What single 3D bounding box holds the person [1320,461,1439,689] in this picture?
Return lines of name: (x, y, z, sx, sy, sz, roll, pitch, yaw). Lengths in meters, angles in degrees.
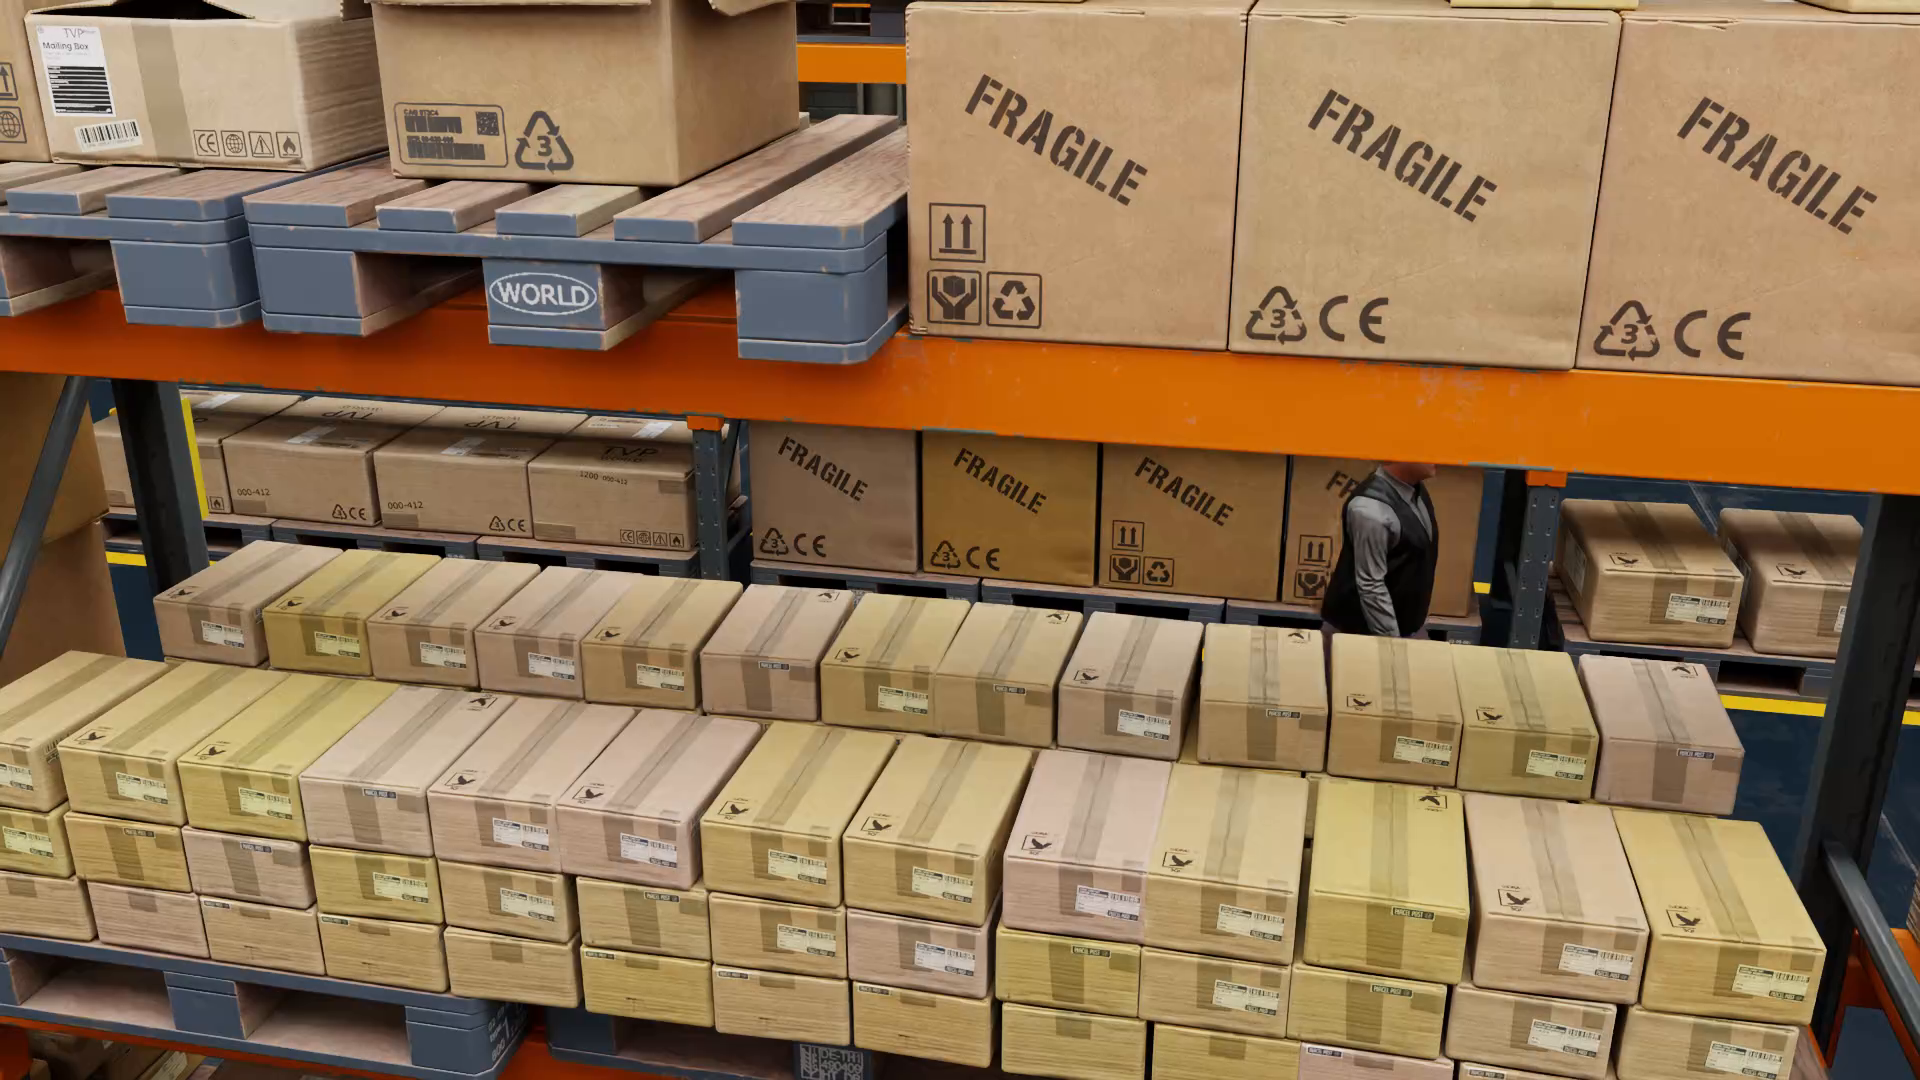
person: (1.577, 0.317, 6.321, 1.099, 1.669, 0.547, 17, 27, 37)
